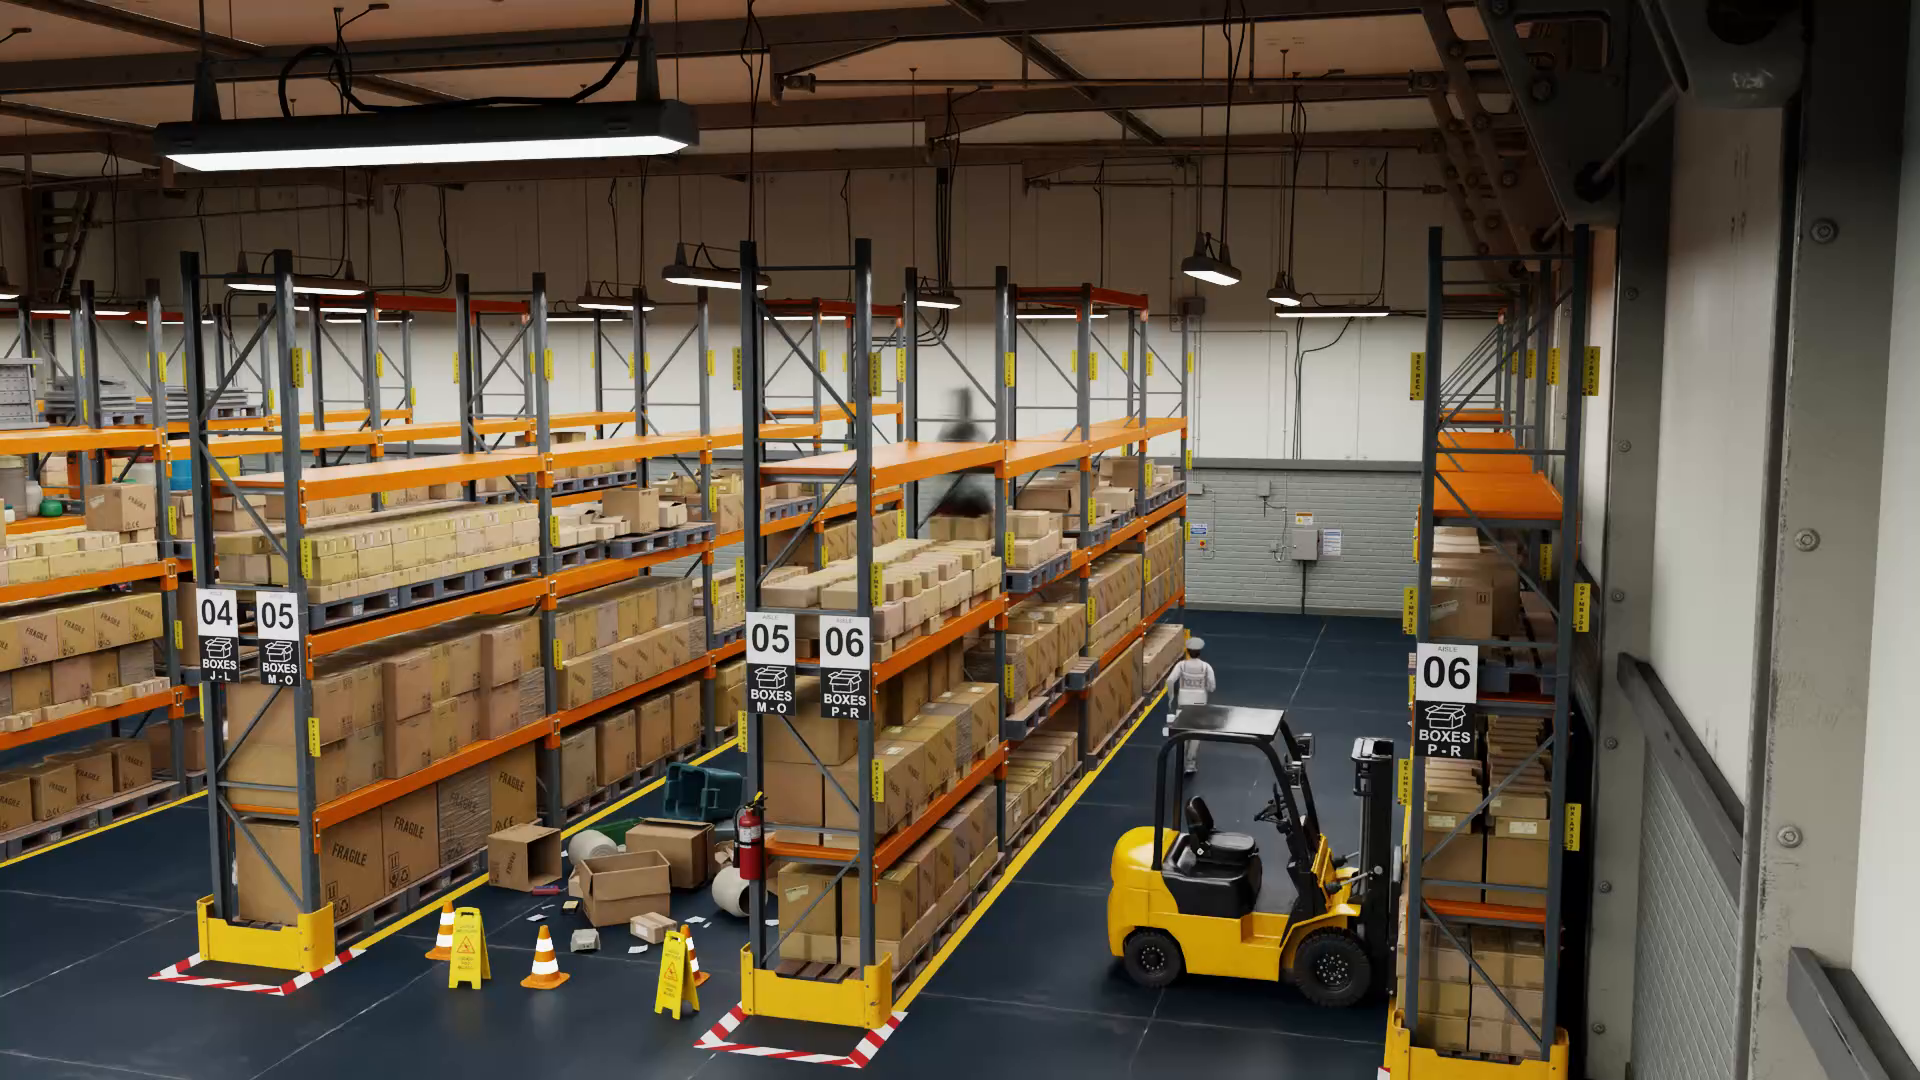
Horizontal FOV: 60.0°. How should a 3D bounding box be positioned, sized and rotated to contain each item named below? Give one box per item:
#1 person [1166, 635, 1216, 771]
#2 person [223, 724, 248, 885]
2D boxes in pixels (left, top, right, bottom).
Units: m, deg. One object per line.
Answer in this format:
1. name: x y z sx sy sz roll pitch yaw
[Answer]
1. person: 2.887 2.025 20.684 0.578 1.659 0.739 2 7 16
2. person: -7.117 2.474 16.635 0.722 1.764 0.947 0 6 -1
